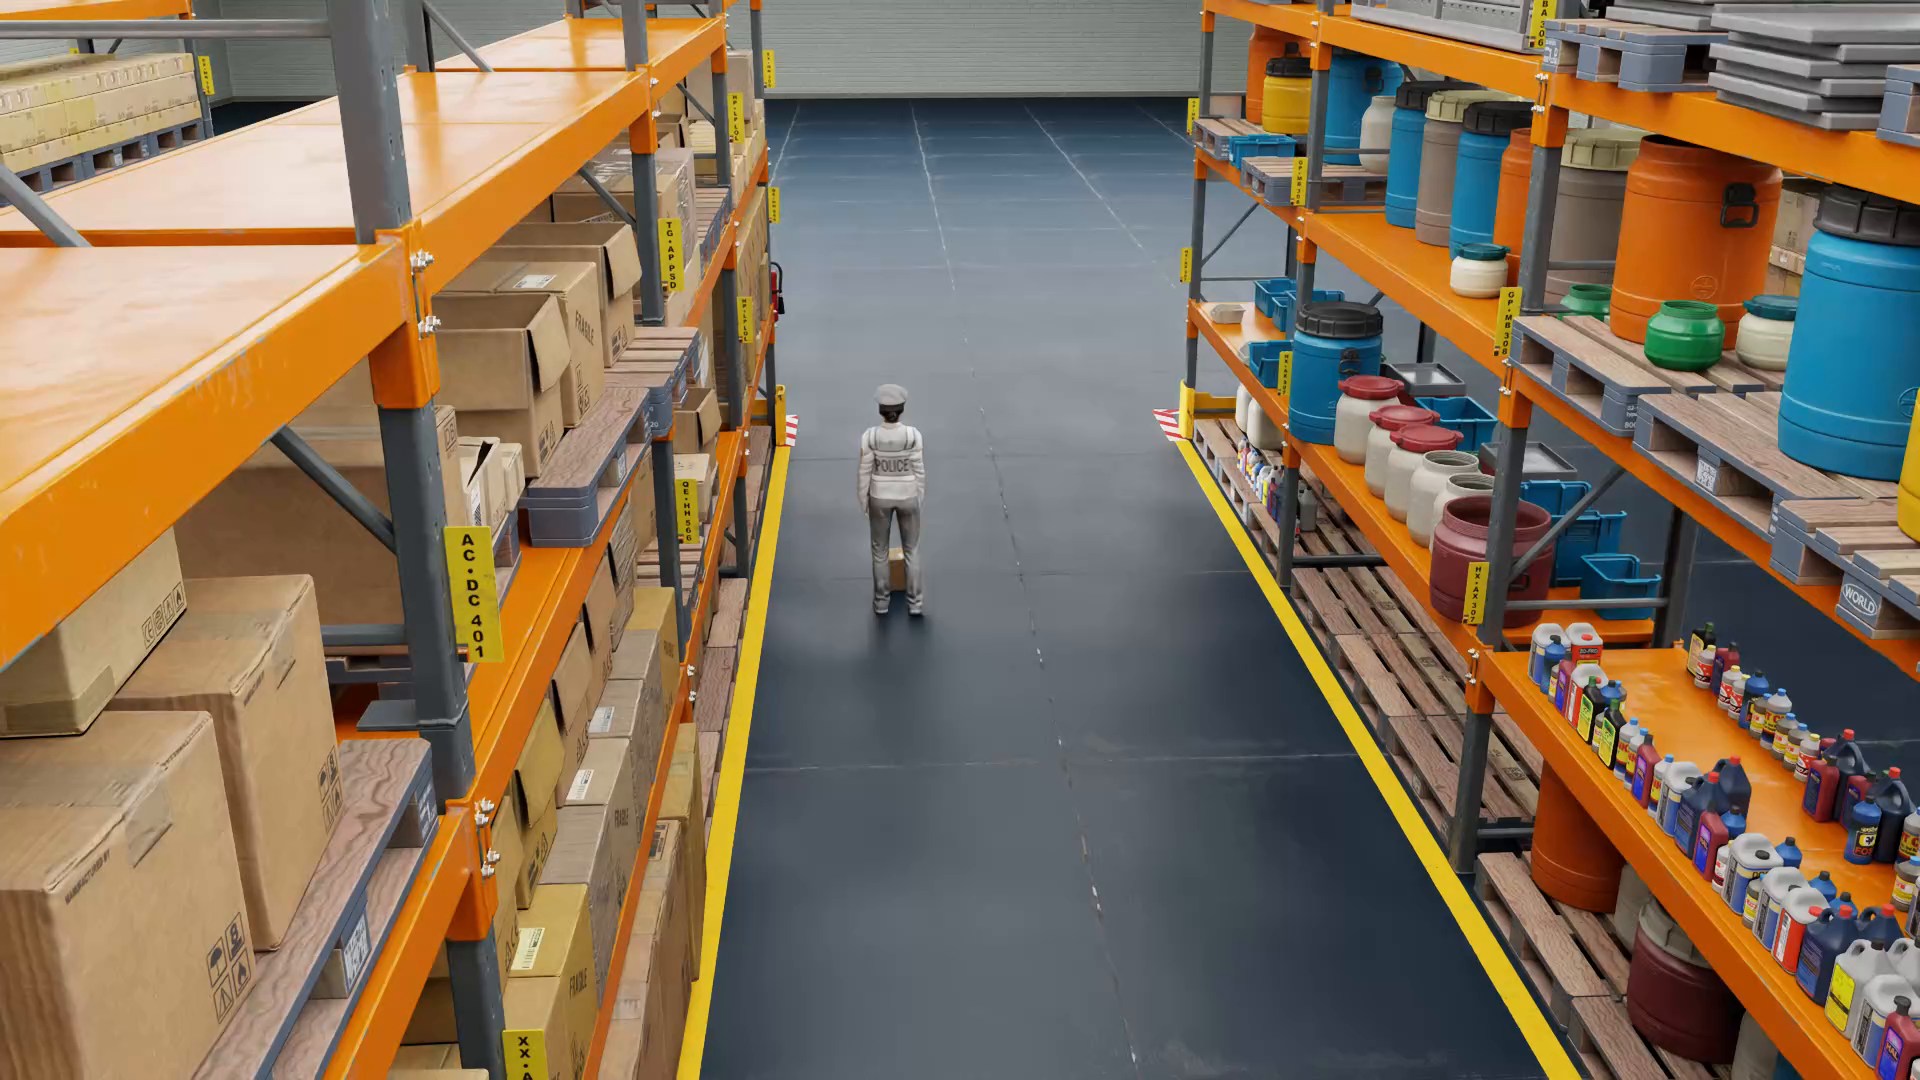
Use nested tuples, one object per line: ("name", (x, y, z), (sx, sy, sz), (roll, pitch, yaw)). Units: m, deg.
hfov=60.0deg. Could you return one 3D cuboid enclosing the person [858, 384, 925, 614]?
("person", (-0.485, -0.258, 11.812), (0.469, 1.729, 0.345), (-1, 21, -2))
